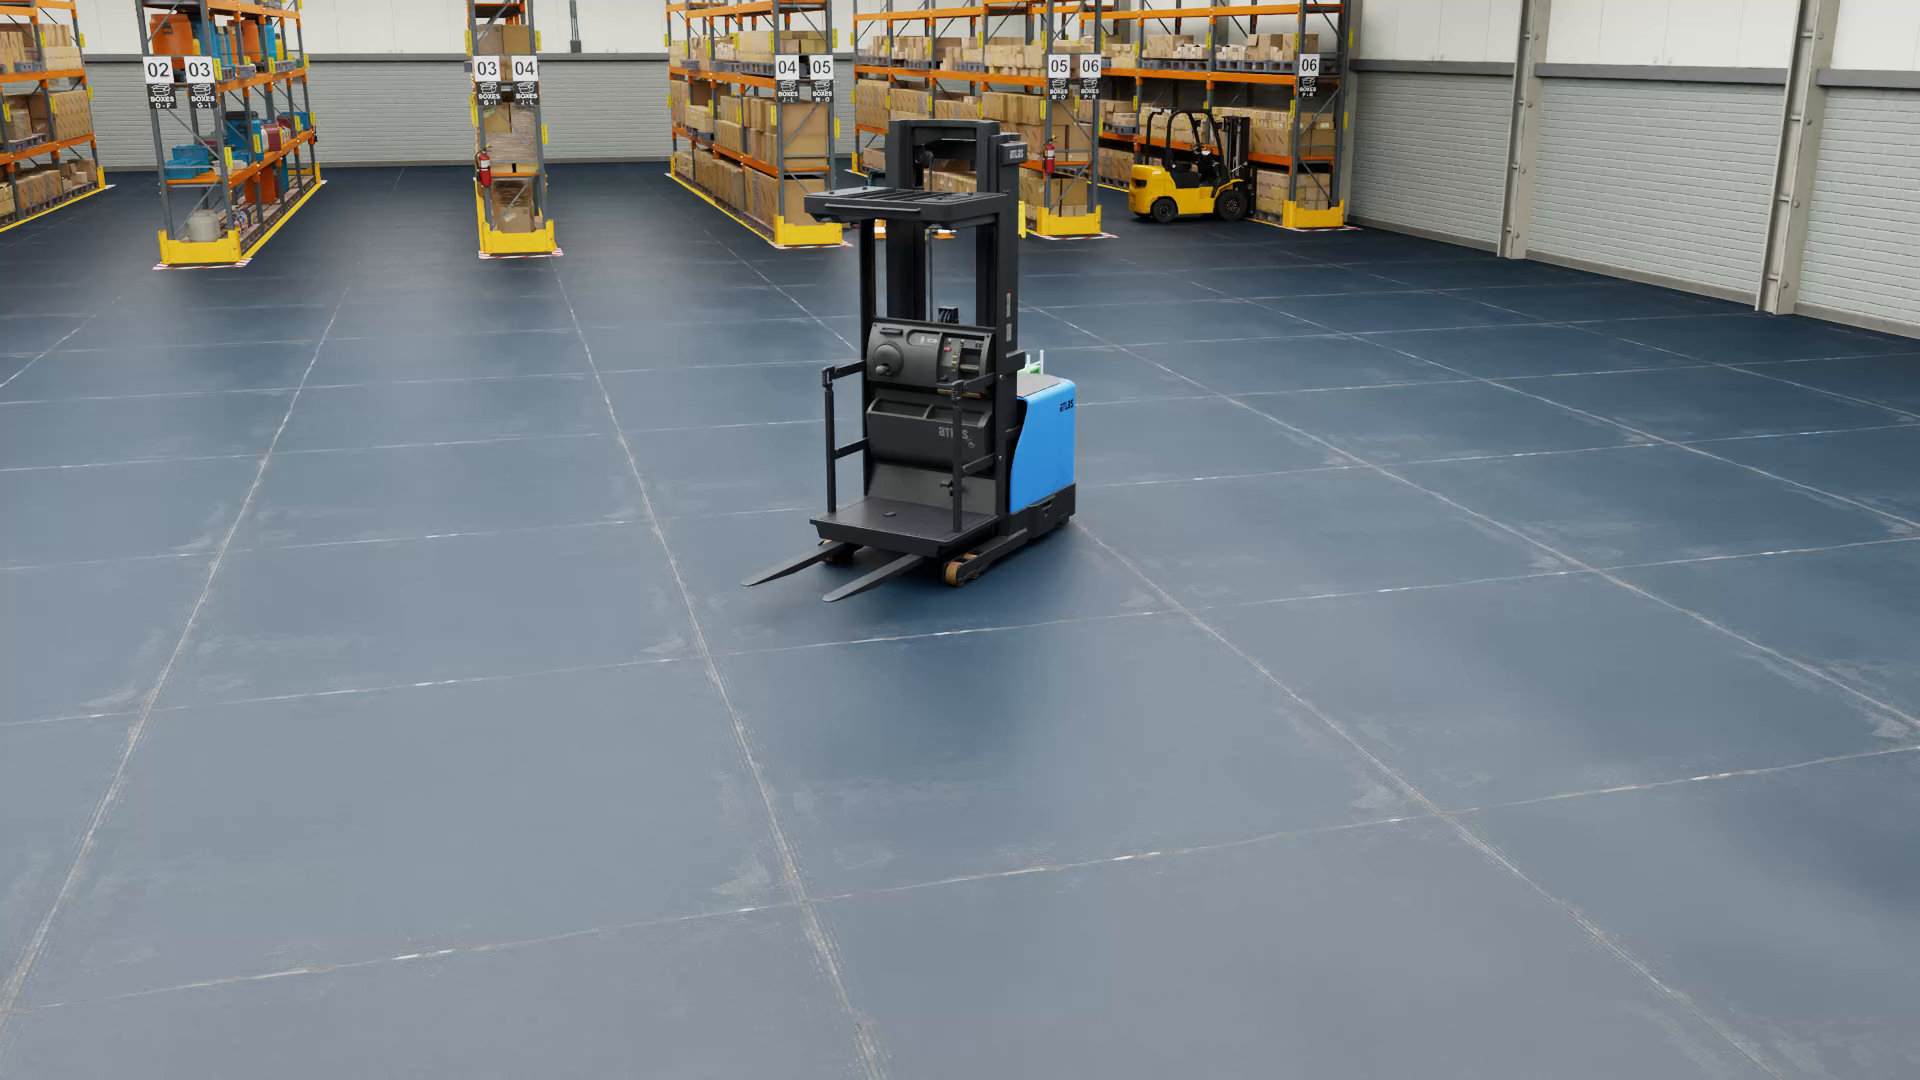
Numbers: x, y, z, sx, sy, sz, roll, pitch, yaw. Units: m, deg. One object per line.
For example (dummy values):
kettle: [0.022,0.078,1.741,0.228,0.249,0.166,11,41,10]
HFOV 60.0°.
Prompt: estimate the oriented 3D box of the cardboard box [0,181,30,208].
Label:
cardboard box: [-19.060,-6.931,33.392,0.500,0.500,0.500,-4,17,-13]

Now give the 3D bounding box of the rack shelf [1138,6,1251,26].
rack shelf: [5.166,-11.512,36.579,1.077,0.370,4.000,-5,17,-15]

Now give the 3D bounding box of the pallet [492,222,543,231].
pallet: [-8.027,-5.588,30.188,1.003,0.211,1.213,-5,17,-15]

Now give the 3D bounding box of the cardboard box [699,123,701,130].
cardboard box: [-5.667,-9.305,37.423,0.380,0.149,0.250,-5,17,-16]

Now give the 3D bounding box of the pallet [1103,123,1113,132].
pallet: [4.078,-10.174,40.940,1.003,0.211,1.213,-5,17,-15]

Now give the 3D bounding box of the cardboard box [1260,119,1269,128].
cardboard box: [6.163,-8.232,32.841,0.380,0.149,0.250,-5,18,-17]

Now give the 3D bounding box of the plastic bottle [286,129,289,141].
plastic bottle: [-15.025,-9.022,36.988,0.152,0.276,0.135,-5,17,-15]

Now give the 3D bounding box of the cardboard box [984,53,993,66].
cardboard box: [0.802,-9.592,33.200,0.500,0.250,0.500,-5,17,-16]

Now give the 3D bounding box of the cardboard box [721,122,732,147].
cardboard box: [-4.742,-8.538,34.986,0.500,0.500,0.500,-5,17,-15]

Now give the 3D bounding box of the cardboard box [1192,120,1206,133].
cardboard box: [5.335,-8.905,35.774,0.500,0.250,0.500,-5,17,-16]

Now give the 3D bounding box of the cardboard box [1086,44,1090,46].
cardboard box: [3.348,-12.283,41.431,0.380,0.149,0.250,-5,17,-16]

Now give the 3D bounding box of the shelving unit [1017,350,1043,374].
shelving unit: [0.349,-0.860,12.729,0.503,1.200,0.258,9,19,28]

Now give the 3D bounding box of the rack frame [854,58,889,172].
rack frame: [-2.353,-11.547,45.180,1.000,3.000,0.127,-5,17,-15]

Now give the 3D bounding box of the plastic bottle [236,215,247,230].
plastic bottle: [-12.710,-5.616,29.404,0.152,0.276,0.135,-4,17,-14]

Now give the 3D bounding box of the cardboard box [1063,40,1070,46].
cardboard box: [2.999,-12.841,43.148,0.500,0.250,0.500,-5,17,-16]

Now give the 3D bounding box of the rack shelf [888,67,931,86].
rack shelf: [-0.704,-10.980,39.327,1.077,0.370,4.000,-5,17,-15]

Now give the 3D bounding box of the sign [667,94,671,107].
sign: [-7.607,-11.500,43.516,0.100,0.325,0.005,-5,17,-15]

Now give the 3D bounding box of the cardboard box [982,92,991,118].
cardboard box: [0.857,-8.758,33.466,0.700,0.500,0.500,-5,17,-16]

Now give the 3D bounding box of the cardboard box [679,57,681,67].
cardboard box: [-6.646,-11.780,41.002,0.500,0.250,0.500,-5,17,-16]

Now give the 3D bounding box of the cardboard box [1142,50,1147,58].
cardboard box: [4.421,-11.181,38.249,0.380,0.166,0.250,-5,17,-15]

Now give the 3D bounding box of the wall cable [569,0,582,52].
wall cable: [-10.122,-17.014,47.360,2.277,5.999,0.120,-5,17,-15]

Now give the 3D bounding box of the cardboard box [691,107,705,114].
cardboard box: [-6.032,-9.954,38.549,0.380,0.149,0.250,-5,17,-16]

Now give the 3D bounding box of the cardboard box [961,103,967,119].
cardboard box: [0.323,-9.009,35.310,0.500,0.500,0.500,-4,17,-13]

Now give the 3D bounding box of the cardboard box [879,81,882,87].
cardboard box: [-1.862,-11.625,42.398,0.380,0.149,0.250,-5,17,-16]

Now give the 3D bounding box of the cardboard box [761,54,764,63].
cardboard box: [-3.314,-8.543,29.499,0.380,0.149,0.250,-5,17,-15]

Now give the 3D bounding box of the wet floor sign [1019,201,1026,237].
wet floor sign: [1.067,-5.857,30.328,0.267,0.644,0.232,1,17,4]

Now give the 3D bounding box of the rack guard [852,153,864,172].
rack guard: [-2.360,-10.357,45.562,1.175,0.500,0.348,-5,17,-15]

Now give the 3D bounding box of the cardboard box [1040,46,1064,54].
cardboard box: [1.667,-8.890,30.170,0.380,0.149,0.250,-5,17,-15]

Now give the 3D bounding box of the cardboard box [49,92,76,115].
cardboard box: [-20.593,-9.982,38.058,0.500,0.500,0.500,-4,17,-14]

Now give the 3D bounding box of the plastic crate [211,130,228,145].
plastic crate: [-14.296,-7.719,32.323,0.402,0.464,0.583,-5,17,-15]

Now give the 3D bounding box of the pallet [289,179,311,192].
pallet: [-16.123,-8.469,39.778,1.003,0.211,1.213,-5,17,-15]

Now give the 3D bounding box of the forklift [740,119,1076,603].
forklift: [-0.314,-1.246,11.007,1.130,2.935,3.031,9,19,28]

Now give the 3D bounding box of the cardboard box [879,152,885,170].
cardboard box: [-1.570,-9.845,43.235,0.875,0.438,0.875,-5,17,-17]

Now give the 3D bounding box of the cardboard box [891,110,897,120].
cardboard box: [-1.404,-10.464,40.967,0.500,0.250,0.500,-5,17,-17]

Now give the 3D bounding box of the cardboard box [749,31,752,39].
cardboard box: [-3.663,-9.276,30.553,0.380,0.149,0.250,-5,17,-15]

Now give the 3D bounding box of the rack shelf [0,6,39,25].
rack shelf: [-19.759,-10.659,33.741,1.077,0.370,4.000,-5,17,-15]

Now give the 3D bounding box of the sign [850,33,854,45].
sign: [-2.889,-13.398,44.471,0.100,0.325,0.005,-5,17,-15]

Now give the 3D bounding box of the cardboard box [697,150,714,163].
cardboard box: [-5.888,-9.012,39.052,0.500,0.250,0.500,-4,17,-14]

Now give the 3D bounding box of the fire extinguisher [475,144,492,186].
fire extinguisher: [-7.896,-6.233,27.622,0.296,0.674,0.183,-5,17,-15]

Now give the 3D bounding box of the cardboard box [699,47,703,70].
cardboard box: [-5.571,-10.813,37.349,0.500,0.500,0.500,-5,17,-15]

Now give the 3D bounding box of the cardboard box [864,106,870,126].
cardboard box: [-2.209,-11.160,43.716,0.500,0.500,0.500,-5,17,-16]

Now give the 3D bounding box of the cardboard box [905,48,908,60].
cardboard box: [-1.089,-11.481,39.249,0.396,0.266,0.258,-3,17,-11]

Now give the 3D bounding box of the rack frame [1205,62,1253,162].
rack frame: [5.716,-8.621,35.440,1.000,3.000,0.127,-5,17,-15]

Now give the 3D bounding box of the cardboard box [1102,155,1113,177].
cardboard box: [3.859,-9.258,41.173,0.500,0.500,0.500,-5,18,-17]

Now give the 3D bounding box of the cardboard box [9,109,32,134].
cardboard box: [-20.393,-8.975,35.714,0.700,0.500,0.500,-12,20,-34]

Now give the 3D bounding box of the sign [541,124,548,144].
sign: [-6.963,-6.796,27.856,0.100,0.325,0.005,-5,17,-15]

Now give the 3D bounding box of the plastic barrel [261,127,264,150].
plastic barrel: [-13.719,-7.723,32.211,0.433,0.535,0.433,0,17,0]

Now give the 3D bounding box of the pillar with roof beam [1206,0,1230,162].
pillar with roof beam: [1.702,-11.971,36.163,9.100,9.000,0.400,-5,17,-15]

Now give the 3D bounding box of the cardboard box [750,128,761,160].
cardboard box: [-3.466,-7.470,31.347,0.875,0.550,0.550,-5,17,-15]

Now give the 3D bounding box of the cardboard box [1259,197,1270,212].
cardboard box: [6.255,-6.643,32.901,0.500,0.250,0.500,-5,17,-15]

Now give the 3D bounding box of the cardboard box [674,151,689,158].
cardboard box: [-7.268,-10.077,43.476,0.380,0.149,0.250,-6,18,-18]

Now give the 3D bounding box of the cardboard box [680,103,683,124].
cardboard box: [-6.667,-10.605,41.351,0.500,0.500,0.500,-5,17,-16]

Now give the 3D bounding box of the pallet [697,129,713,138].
pallet: [-5.470,-9.368,38.257,1.003,0.211,1.213,-5,17,-15]
